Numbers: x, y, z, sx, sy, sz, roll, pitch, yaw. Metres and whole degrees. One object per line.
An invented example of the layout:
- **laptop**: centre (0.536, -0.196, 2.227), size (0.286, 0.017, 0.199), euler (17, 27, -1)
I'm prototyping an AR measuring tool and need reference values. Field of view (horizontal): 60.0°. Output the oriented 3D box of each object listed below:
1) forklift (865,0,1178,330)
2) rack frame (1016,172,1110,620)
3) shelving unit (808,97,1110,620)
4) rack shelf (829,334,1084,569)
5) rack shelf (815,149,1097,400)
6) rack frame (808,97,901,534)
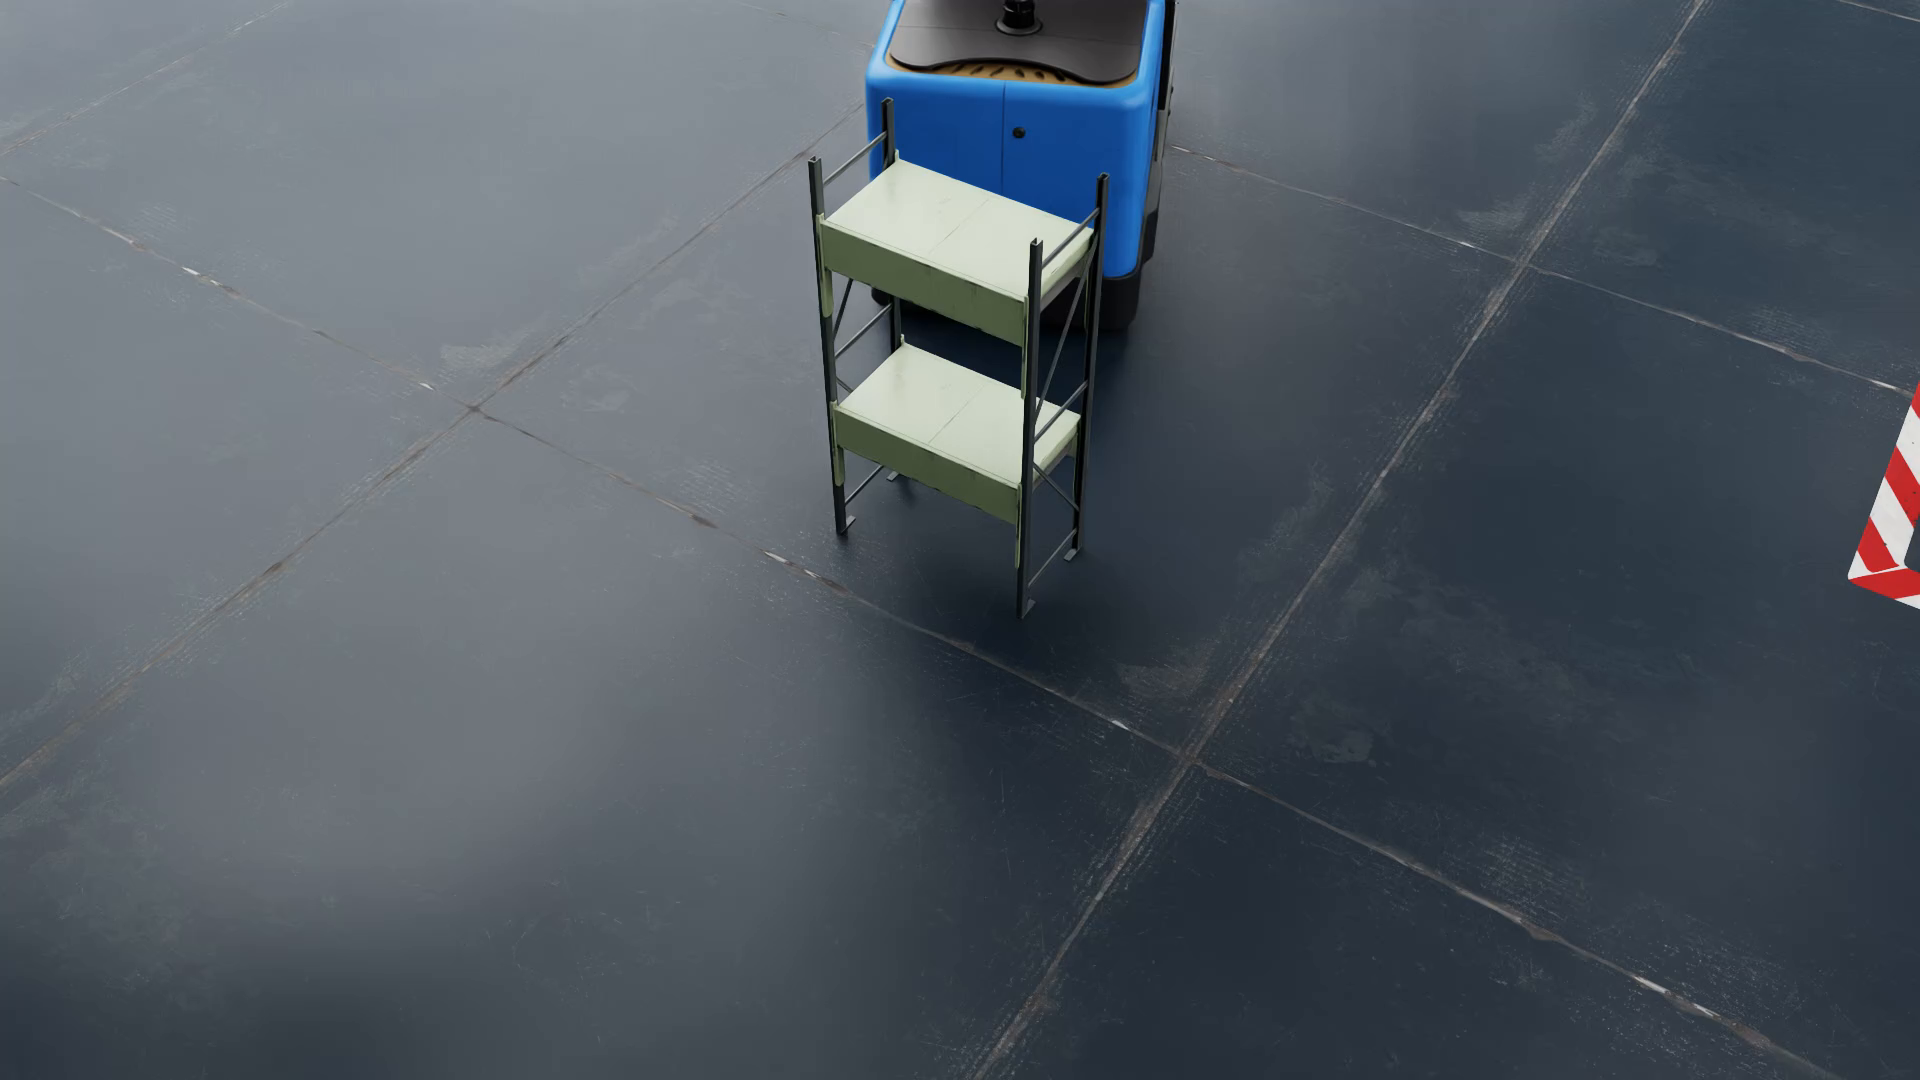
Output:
- **forklift**: centre (0.384, -2.906, 6.530), size (1.130, 2.935, 3.031), euler (6, 46, 6)
- **rack frame**: centre (0.302, -0.384, 5.077), size (0.023, 1.500, 0.400), euler (25, 51, 22)
- **shelving unit**: centre (-0.006, -0.525, 5.215), size (0.755, 1.500, 0.431), euler (25, 51, 22)
- **rack shelf**: centre (-0.006, -0.298, 5.448), size (0.720, 0.370, 0.431), euler (25, 51, 22)
- **rack shelf**: centre (-0.006, -0.797, 4.935), size (0.720, 0.370, 0.431), euler (25, 51, 22)
- **rack frame**: centre (-0.314, -0.667, 5.352), size (0.023, 1.500, 0.400), euler (25, 51, 22)
